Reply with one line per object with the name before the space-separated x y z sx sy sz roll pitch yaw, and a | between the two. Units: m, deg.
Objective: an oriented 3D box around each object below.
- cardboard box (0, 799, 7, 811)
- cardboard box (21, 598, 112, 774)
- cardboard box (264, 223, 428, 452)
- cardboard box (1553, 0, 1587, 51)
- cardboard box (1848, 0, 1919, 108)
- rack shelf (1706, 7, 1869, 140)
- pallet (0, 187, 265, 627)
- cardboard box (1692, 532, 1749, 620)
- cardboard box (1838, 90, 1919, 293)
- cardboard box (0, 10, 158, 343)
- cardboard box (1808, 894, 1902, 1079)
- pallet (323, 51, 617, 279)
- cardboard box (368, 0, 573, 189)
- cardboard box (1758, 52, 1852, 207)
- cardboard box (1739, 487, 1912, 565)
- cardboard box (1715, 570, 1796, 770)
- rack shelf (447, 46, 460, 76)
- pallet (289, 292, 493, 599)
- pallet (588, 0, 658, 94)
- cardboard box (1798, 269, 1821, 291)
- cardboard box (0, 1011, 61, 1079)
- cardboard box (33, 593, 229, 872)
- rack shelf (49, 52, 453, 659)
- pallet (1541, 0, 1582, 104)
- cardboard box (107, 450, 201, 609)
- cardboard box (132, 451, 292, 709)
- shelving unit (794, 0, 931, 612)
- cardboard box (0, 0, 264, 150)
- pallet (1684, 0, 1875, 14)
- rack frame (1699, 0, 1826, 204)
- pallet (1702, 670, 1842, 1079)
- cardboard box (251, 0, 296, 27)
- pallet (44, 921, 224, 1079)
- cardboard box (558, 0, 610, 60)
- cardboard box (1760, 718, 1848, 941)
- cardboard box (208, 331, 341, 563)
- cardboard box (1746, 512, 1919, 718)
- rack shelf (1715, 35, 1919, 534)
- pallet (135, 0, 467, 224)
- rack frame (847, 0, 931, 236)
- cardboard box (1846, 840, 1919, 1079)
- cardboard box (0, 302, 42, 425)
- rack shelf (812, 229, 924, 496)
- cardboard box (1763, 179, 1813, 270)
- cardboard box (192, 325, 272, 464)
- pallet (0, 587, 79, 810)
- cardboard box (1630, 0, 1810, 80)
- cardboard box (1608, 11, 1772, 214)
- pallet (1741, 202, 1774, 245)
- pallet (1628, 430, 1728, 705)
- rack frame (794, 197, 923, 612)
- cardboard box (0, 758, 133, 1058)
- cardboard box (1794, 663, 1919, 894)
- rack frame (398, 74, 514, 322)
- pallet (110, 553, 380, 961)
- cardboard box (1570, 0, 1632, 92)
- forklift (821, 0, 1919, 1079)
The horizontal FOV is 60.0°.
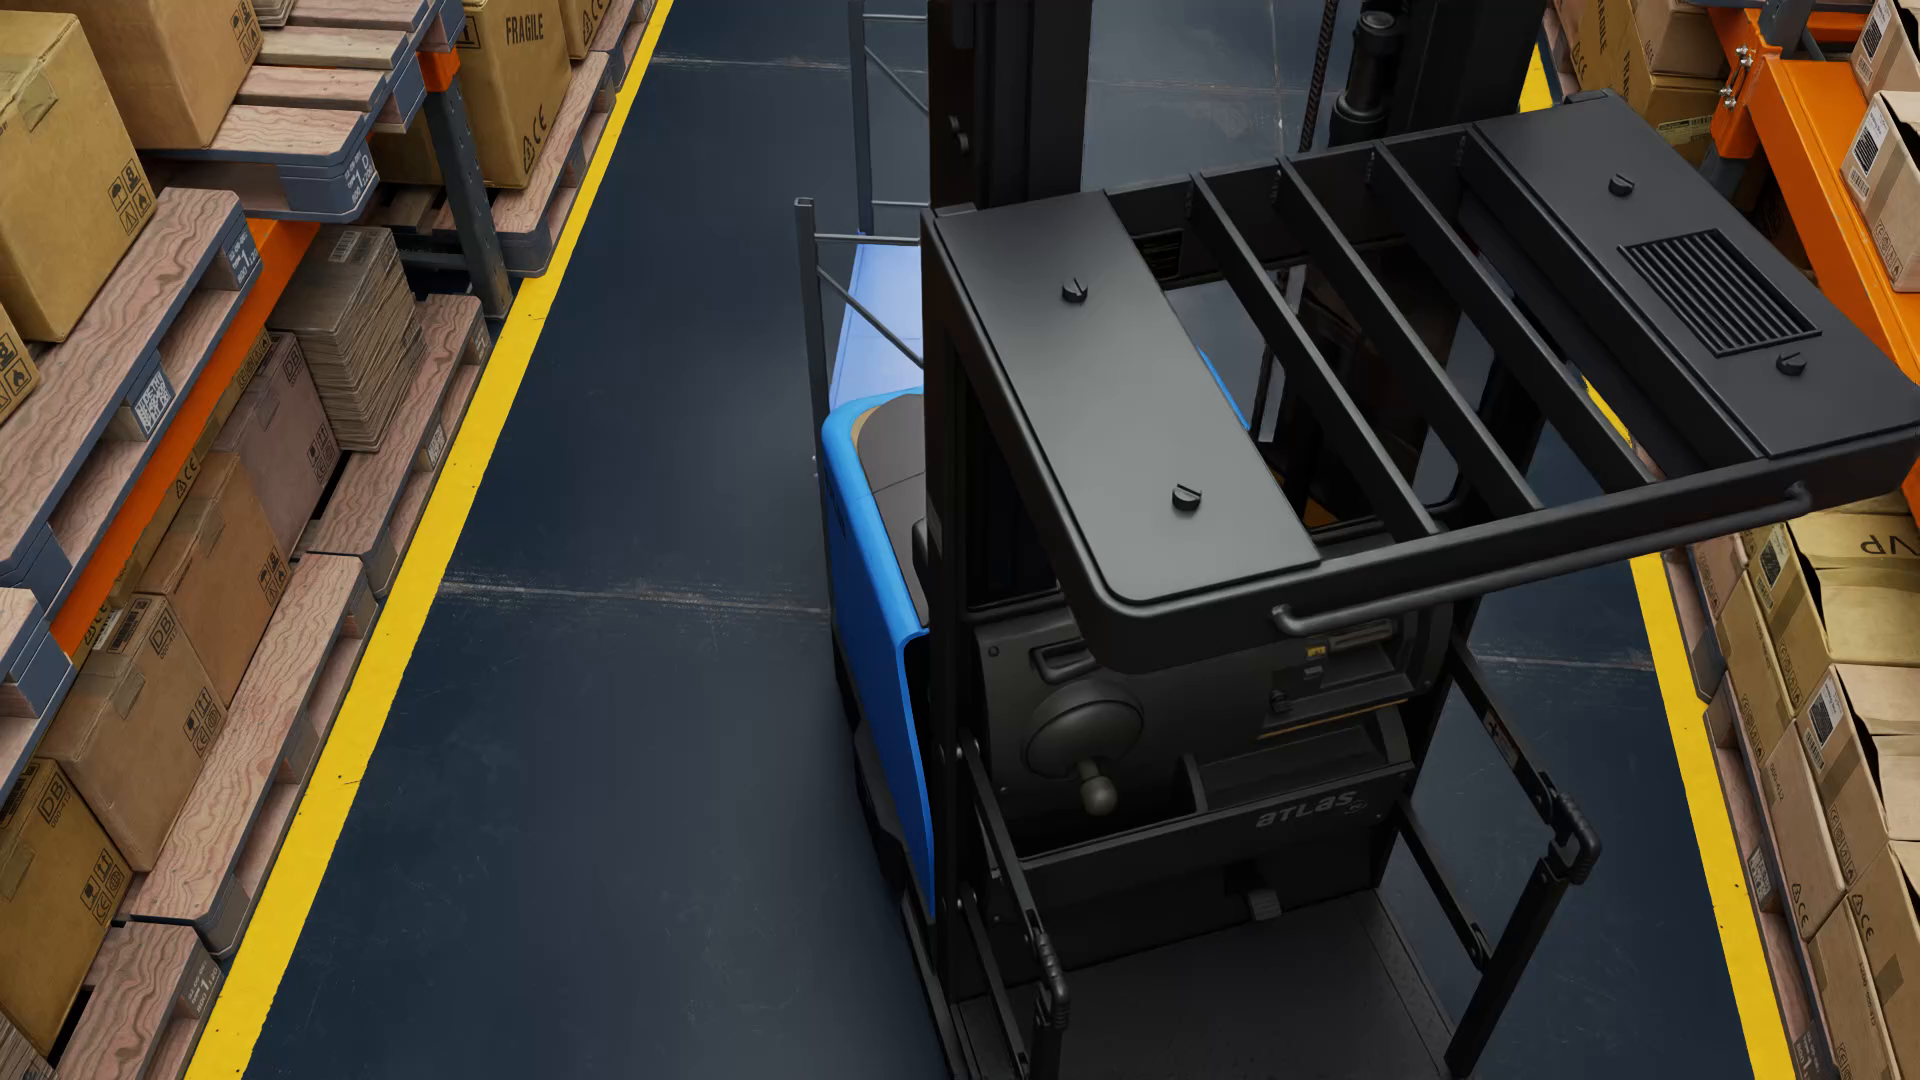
cardboard box | -2.404 0.639 3.520 0.500 0.250 0.500 3 48 3
cardboard box | -2.360 0.257 3.870 0.500 0.250 0.500 3 48 2
cardboard box | -2.140 -0.648 5.206 0.700 0.500 0.500 4 48 4
cardboard box | 2.748 -2.320 6.735 0.500 0.500 0.500 2 48 2
cardboard box | 2.731 -1.251 4.422 0.500 0.311 0.500 7 48 6
rack shelf | 2.989 -2.773 6.241 1.077 0.370 4.000 4 48 4
pallet | -2.266 -0.354 3.671 1.003 0.211 1.213 4 48 4
cardboard box | 2.422 -0.025 4.819 0.500 0.250 0.500 3 48 2
cardboard box | 2.533 -0.872 4.075 0.500 0.311 0.500 3 48 3
cardboard box | -2.250 -0.795 3.579 0.700 0.500 0.500 4 48 4
cardboard box | 2.286 1.108 3.783 0.500 0.250 0.500 5 48 4
pallet | -1.979 -1.509 6.487 1.003 0.211 1.213 4 48 4
cardboard box | -1.929 -1.824 6.058 0.750 0.750 0.750 3 48 3
cardboard box | 3.175 -1.551 6.032 0.500 0.500 0.500 2 48 2
cardboard box | 2.428 -0.197 4.596 0.500 0.311 0.500 3 48 3
cardboard box | 2.381 0.357 4.469 0.500 0.250 0.500 3 48 2
rack shelf | -1.944 -3.103 6.543 1.077 0.370 4.000 4 48 4
pallet | -2.199 -0.361 5.437 1.003 0.211 1.213 4 48 4
pallet | -1.866 -2.403 7.305 1.003 0.211 1.213 4 48 4
cardboard box | 2.467 -0.584 4.950 0.500 0.311 0.500 5 48 5
cardboard box | -2.440 1.216 3.501 0.700 0.500 0.500 5 48 5
cardboard box | -2.356 0.461 4.191 0.700 0.500 0.500 4 48 4
rack shelf | -2.308 -0.164 3.854 1.077 0.370 4.000 4 48 4
pallet | 3.027 -2.045 6.977 1.003 0.211 1.213 4 48 4
cardboard box | -2.296 -0.109 4.204 0.500 0.250 0.500 4 48 3
cardboard box | -2.320 0.089 4.531 0.700 0.500 0.500 4 48 3
shelving unit | -0.105 -0.660 4.837 0.538 1.500 1.048 3 48 3
cardboard box | -2.183 -1.300 4.040 0.700 0.500 0.500 0 48 0
pallet | 2.799 -1.984 5.162 1.213 0.211 1.003 4 48 4
rack frame | 2.807 -1.546 4.631 1.000 3.000 0.127 4 48 4
pallet | 2.580 0.892 4.291 1.003 0.211 1.213 4 48 4
cardboard box | -2.159 -1.712 4.417 0.700 0.500 0.500 -1 48 -1
pallet | -2.421 1.432 3.797 1.003 0.211 1.213 4 48 4
cardboard box | -1.842 -2.467 6.646 0.750 0.750 0.750 4 48 3
cardboard box | 2.334 0.734 4.124 0.500 0.250 0.500 5 48 4
cardboard box | -2.303 -0.278 4.867 0.700 0.500 0.500 4 48 3
cardboard box | 2.379 0.178 4.254 0.500 0.311 0.500 3 48 2
rack shelf | 2.625 0.167 3.552 1.077 0.370 4.000 4 48 4
pallet | -2.085 -1.281 4.518 1.213 0.211 1.003 4 48 4
rack frame | -0.066 -1.034 5.179 0.500 1.500 0.032 3 48 3
cardboard box | 2.283 0.924 3.571 0.500 0.311 0.500 4 48 3
cardboard box | -2.323 -0.387 3.205 0.700 0.500 0.500 10 48 9
rack shelf | -0.105 -0.538 4.970 0.538 0.185 1.000 3 48 3
cardboard box | 3.133 -1.166 5.679 0.500 0.500 0.500 6 48 5
cardboard box | -2.254 -0.487 4.550 0.500 0.250 0.500 5 48 4
pallet | -2.276 0.576 2.820 1.003 0.211 1.213 4 48 4
cardboard box | 2.660 -1.848 5.795 0.500 0.250 0.500 6 48 5
cardboard box | 2.659 -1.554 6.034 0.500 0.500 0.500 6 48 5
pallet | 2.913 -1.151 6.159 1.003 0.211 1.213 4 48 4
pallet | 2.693 -0.002 5.109 1.003 0.211 1.213 4 48 4
rack frame | -0.143 -0.286 4.495 0.500 1.500 0.032 3 48 3
cardboard box | -2.443 0.833 3.851 0.700 0.500 0.500 3 48 3
cardboard box | 2.333 0.555 3.908 0.500 0.311 0.500 3 48 3
rack frame | -2.126 -1.876 4.933 1.000 3.000 0.127 4 48 4
pallet | -2.313 0.533 4.619 1.003 0.211 1.213 4 48 4
cardboard box | 2.706 -1.934 6.382 0.500 0.500 0.500 2 48 2
forklift | 0.551 0.342 2.951 1.130 2.935 3.031 -12 49 -11
